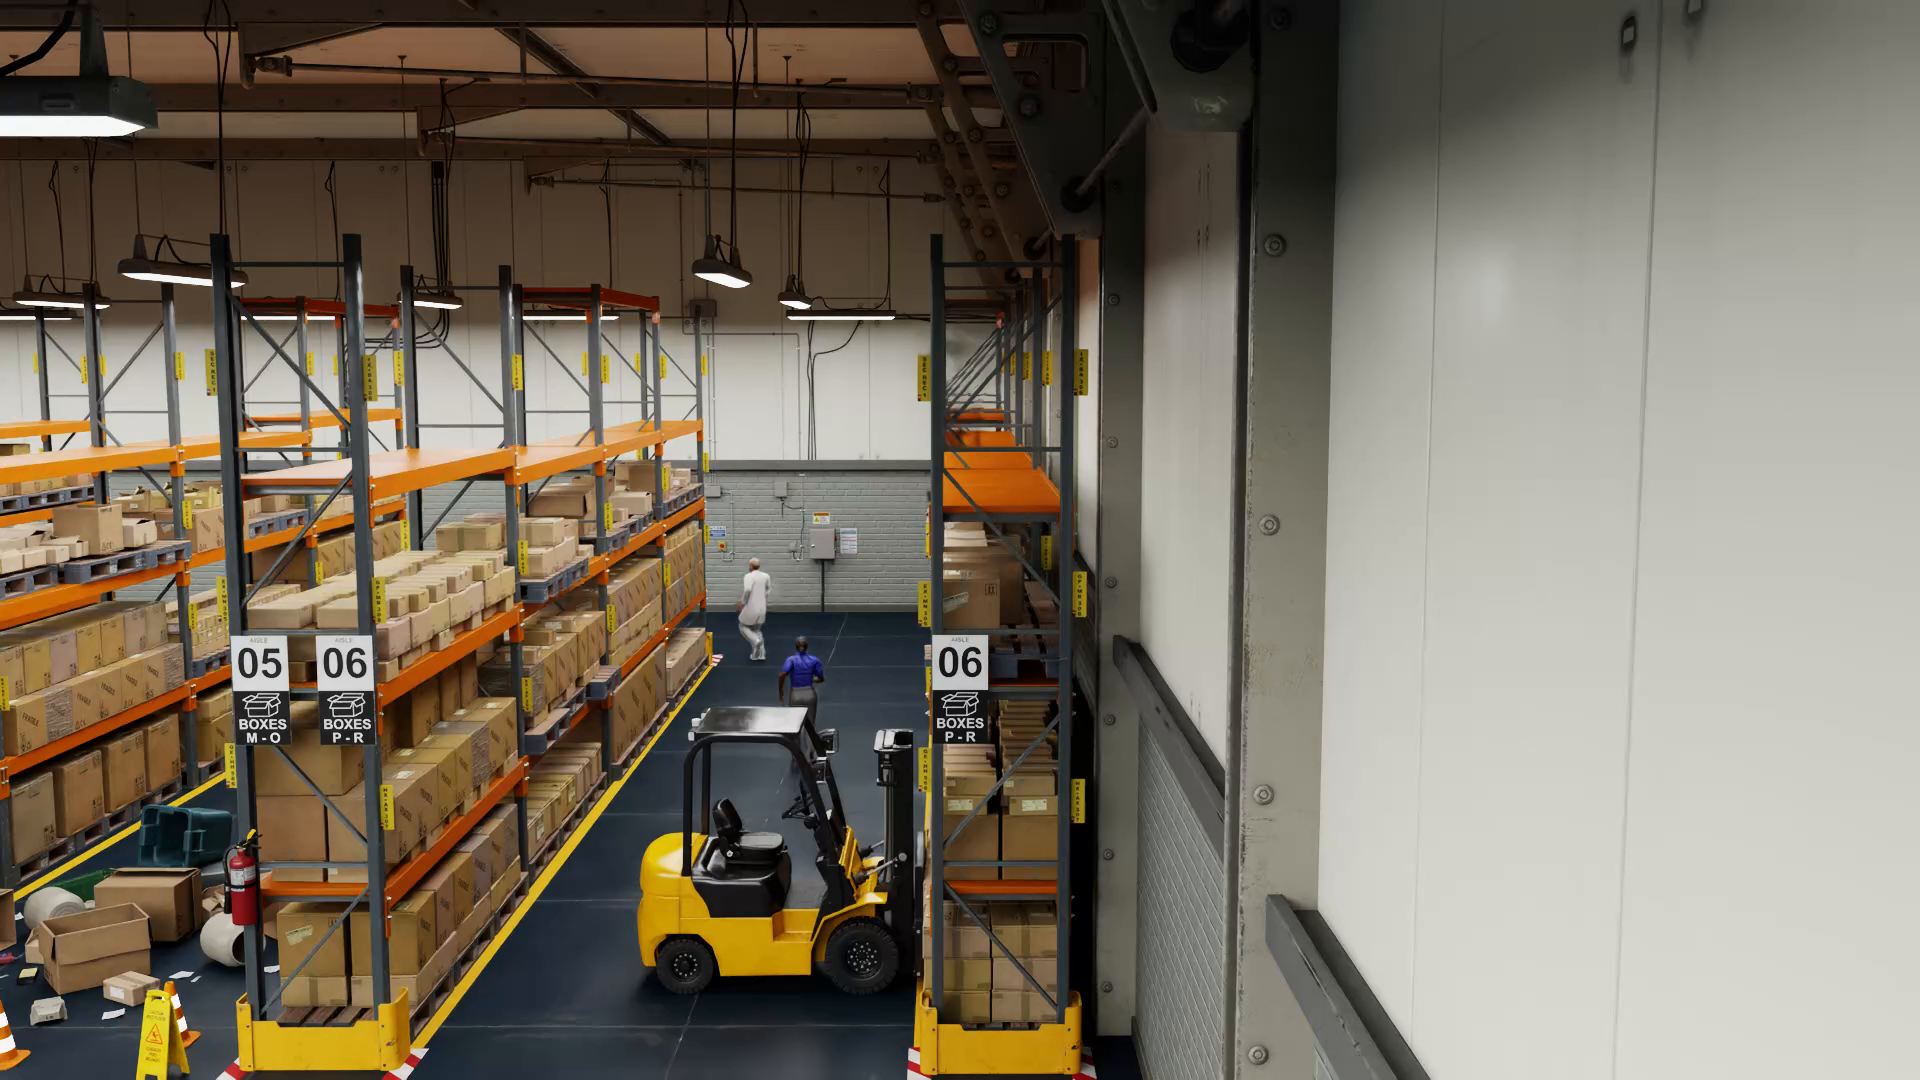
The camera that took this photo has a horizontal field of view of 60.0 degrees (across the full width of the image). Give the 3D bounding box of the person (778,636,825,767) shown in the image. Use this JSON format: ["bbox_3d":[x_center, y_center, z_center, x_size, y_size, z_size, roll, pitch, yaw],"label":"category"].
[{"bbox_3d":[-1.984,2.069,20.832,0.590,1.720,0.758,-1,6,-9],"label":"person"}]

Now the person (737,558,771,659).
[{"bbox_3d":[-3.545,1.166,28.407,0.615,1.737,0.702,6,9,44],"label":"person"}]
